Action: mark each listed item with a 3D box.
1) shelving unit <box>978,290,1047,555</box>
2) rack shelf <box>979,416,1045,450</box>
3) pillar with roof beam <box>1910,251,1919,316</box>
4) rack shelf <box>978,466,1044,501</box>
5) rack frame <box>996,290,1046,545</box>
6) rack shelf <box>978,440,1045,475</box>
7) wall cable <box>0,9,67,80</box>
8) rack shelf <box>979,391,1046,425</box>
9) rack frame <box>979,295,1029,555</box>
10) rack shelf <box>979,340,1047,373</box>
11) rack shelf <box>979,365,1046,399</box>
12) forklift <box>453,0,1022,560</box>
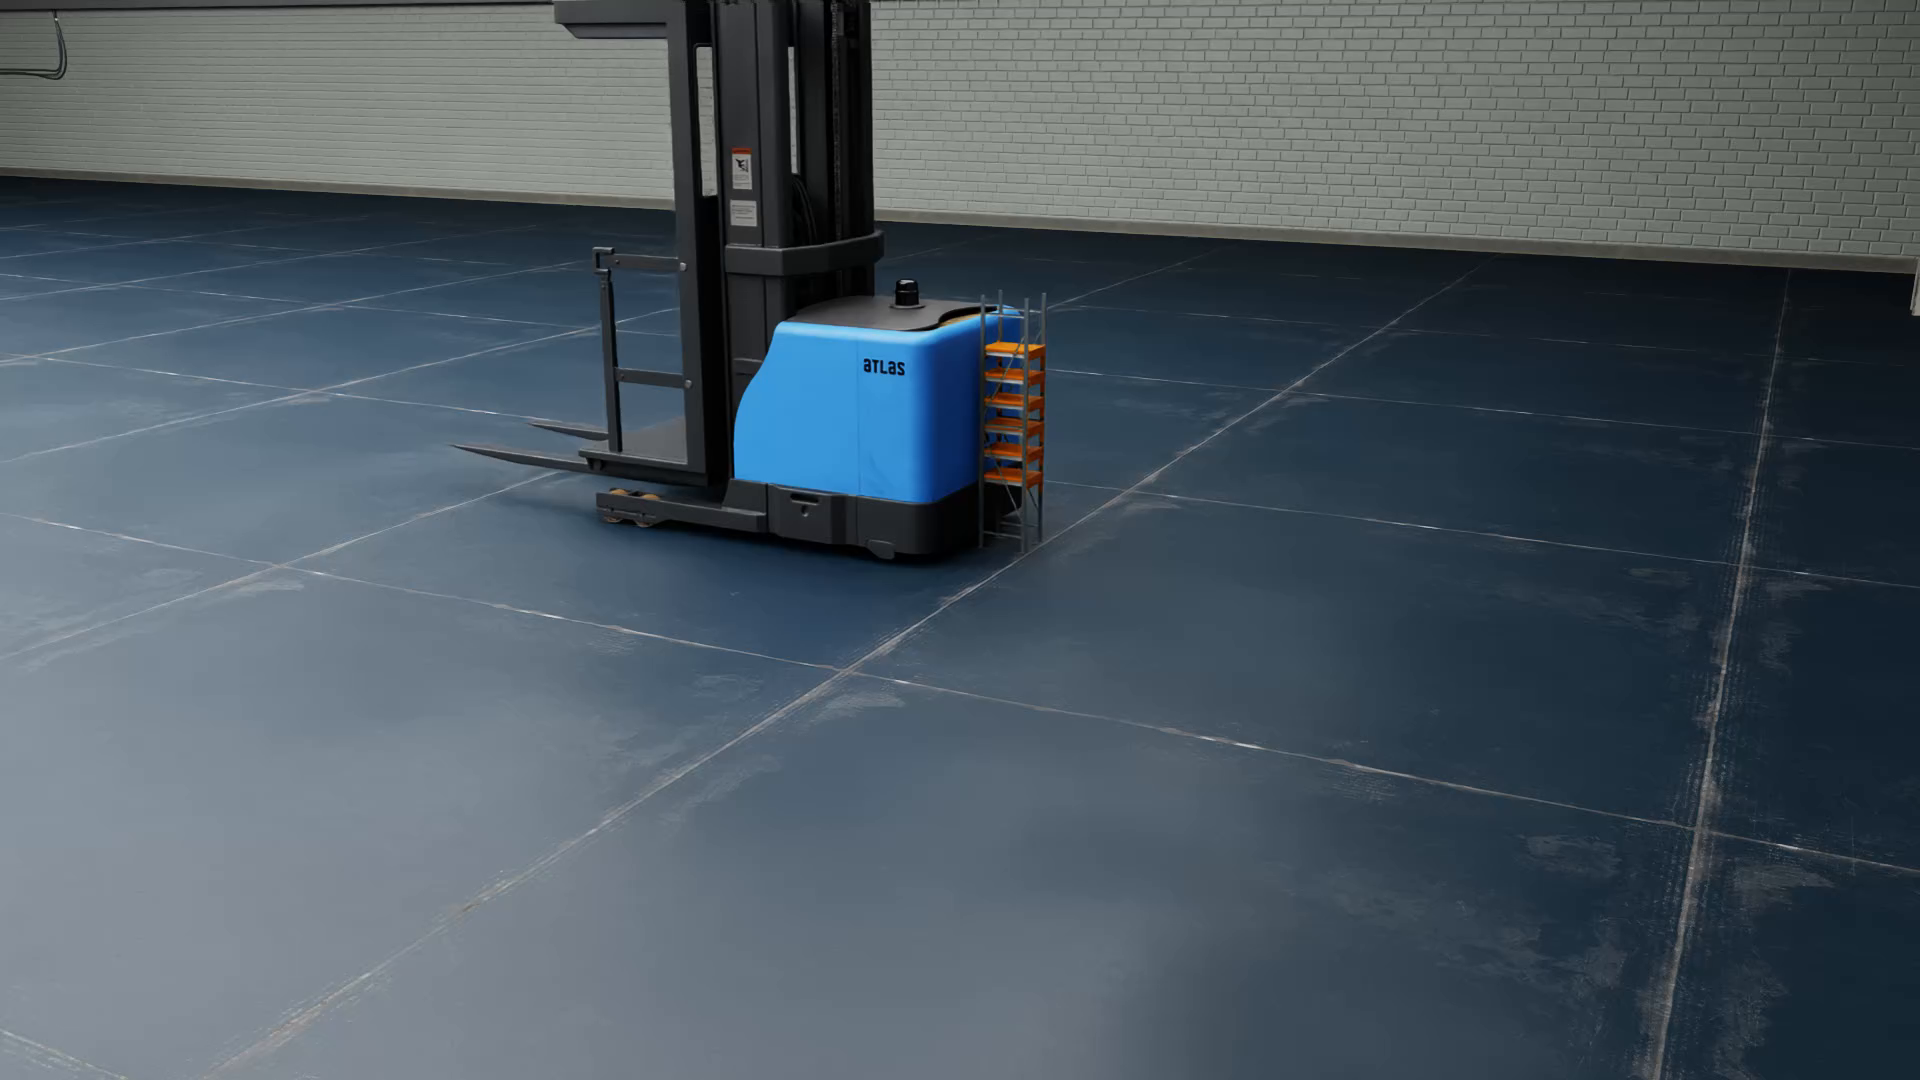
[{"bbox_3d":[0.243,-0.544,7.746,0.258,1.200,0.189,9,19,26],"label":"shelving unit"},{"bbox_3d":[0.242,-0.501,7.759,0.258,0.103,0.180,9,19,26],"label":"rack shelf"},{"bbox_3d":[4.813,-6.886,15.404,9.100,9.000,0.400,8,18,25],"label":"pillar with roof beam"},{"bbox_3d":[0.241,-0.271,7.827,0.258,0.103,0.180,9,19,26],"label":"rack shelf"},{"bbox_3d":[0.285,-0.567,7.824,0.240,1.200,0.006,9,19,26],"label":"rack frame"},{"bbox_3d":[0.242,-0.386,7.793,0.258,0.103,0.180,9,19,26],"label":"rack shelf"},{"bbox_3d":[-17.017,-9.440,29.455,3.097,2.526,0.112,8,18,25],"label":"wall cable"},{"bbox_3d":[0.243,-0.616,7.724,0.258,0.103,0.180,9,19,26],"label":"rack shelf"},{"bbox_3d":[0.200,-0.521,7.668,0.240,1.200,0.006,9,19,26],"label":"rack frame"},{"bbox_3d":[0.244,-0.846,7.655,0.258,0.103,0.180,9,19,26],"label":"rack shelf"},{"bbox_3d":[0.243,-0.731,7.690,0.258,0.103,0.180,9,19,26],"label":"rack shelf"},{"bbox_3d":[-1.240,-1.588,8.224,3.031,2.935,1.130,8,18,26],"label":"forklift"}]
